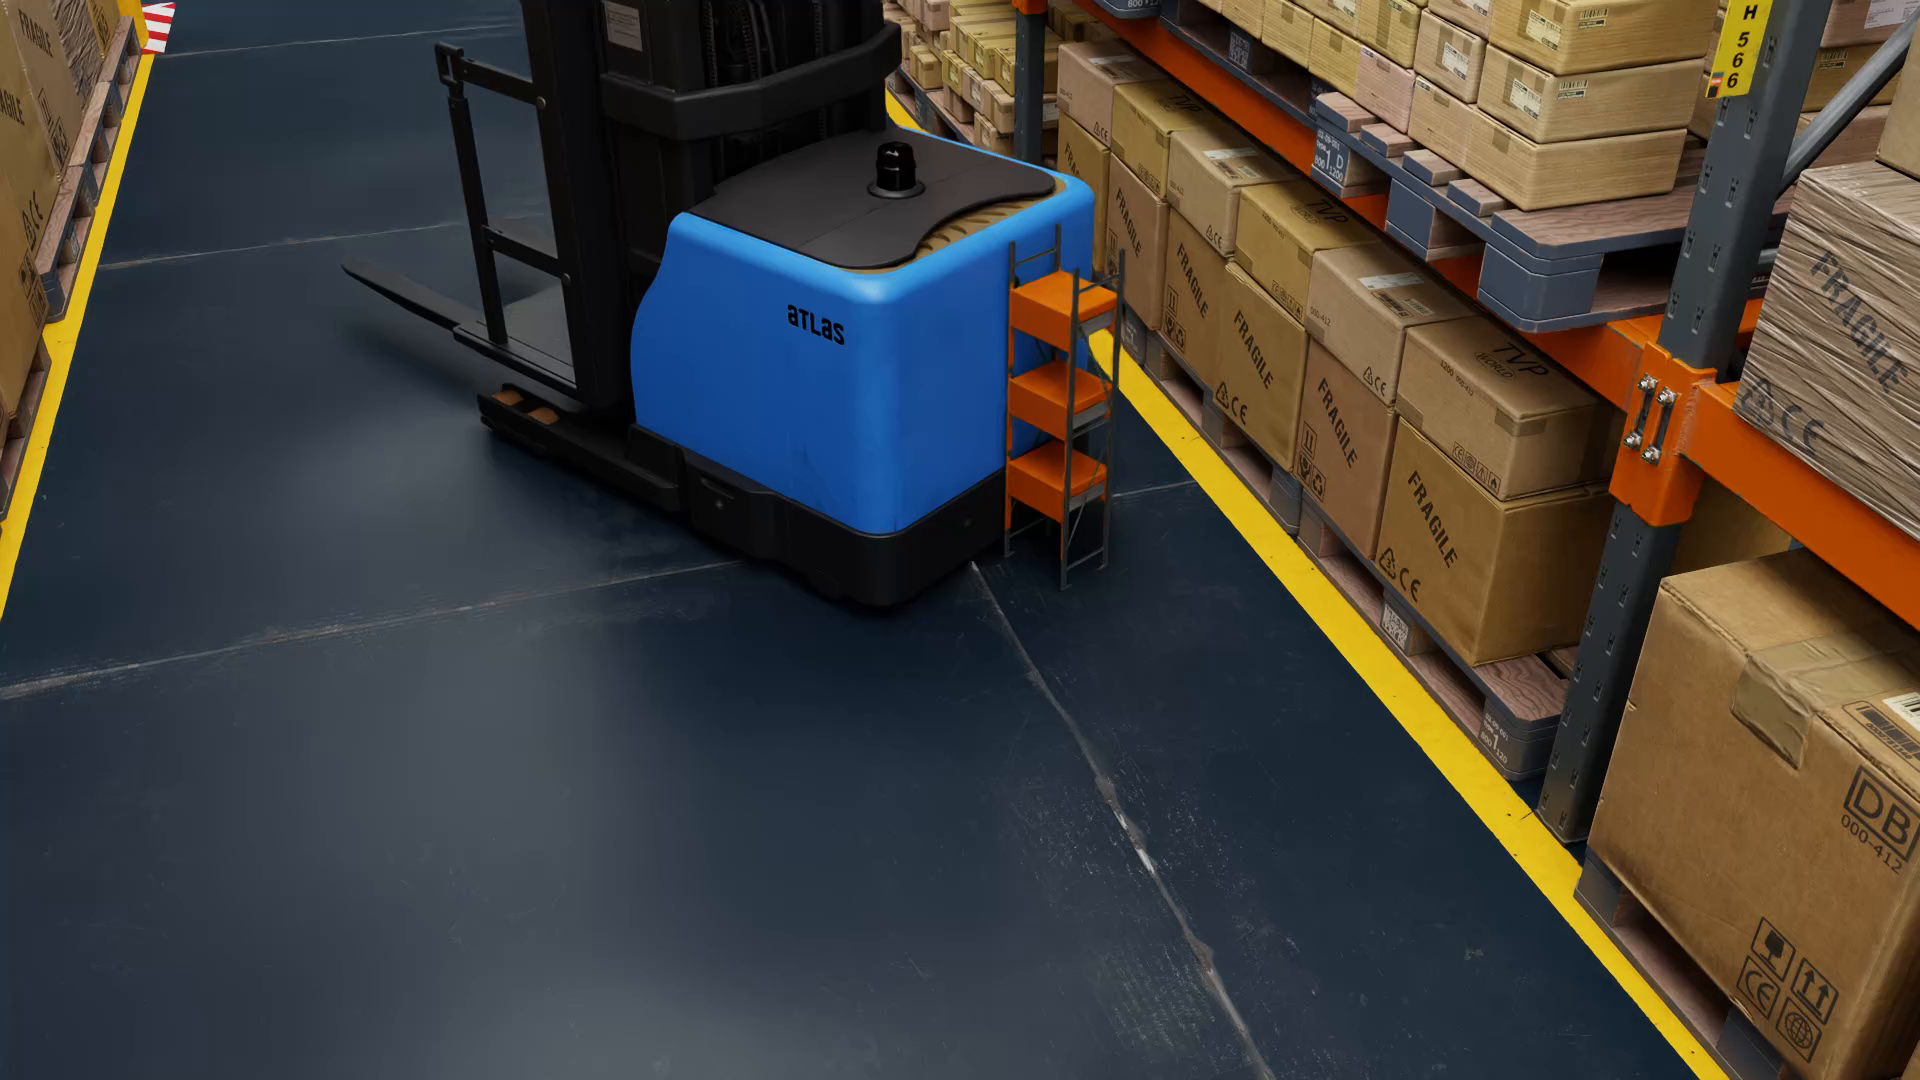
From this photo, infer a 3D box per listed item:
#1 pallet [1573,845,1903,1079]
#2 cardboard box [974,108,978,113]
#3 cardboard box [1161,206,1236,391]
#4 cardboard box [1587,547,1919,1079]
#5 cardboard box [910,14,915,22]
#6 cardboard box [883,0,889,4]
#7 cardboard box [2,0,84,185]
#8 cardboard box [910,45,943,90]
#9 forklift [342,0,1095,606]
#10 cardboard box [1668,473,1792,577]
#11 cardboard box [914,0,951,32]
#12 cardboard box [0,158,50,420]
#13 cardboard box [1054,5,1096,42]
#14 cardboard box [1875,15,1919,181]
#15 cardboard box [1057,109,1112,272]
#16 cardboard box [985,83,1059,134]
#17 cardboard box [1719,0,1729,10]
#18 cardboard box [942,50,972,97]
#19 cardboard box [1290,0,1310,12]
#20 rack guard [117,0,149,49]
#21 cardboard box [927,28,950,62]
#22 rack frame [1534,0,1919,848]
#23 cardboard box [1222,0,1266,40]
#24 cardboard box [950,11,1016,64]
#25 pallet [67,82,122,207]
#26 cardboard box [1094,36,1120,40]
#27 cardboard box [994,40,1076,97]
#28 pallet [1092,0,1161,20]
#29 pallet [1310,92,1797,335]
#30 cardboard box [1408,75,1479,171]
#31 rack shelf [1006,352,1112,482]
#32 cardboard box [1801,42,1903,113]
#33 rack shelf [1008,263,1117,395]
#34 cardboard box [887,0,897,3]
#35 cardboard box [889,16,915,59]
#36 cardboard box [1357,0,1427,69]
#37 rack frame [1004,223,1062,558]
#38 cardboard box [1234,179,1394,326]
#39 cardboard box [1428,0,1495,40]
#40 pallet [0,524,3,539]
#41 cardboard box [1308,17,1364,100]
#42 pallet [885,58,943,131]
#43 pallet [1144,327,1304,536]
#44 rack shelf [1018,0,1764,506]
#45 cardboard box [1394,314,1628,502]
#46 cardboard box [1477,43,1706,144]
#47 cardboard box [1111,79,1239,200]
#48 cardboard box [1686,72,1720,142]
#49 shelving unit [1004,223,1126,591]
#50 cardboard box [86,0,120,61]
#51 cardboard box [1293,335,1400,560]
[{"bbox_3d":[2.114,0.981,3.575,1.003,0.211,1.213,-10,35,-15],"label":"pallet"},{"bbox_3d":[0.281,-1.994,7.752,0.380,0.149,0.250,-9,35,-13],"label":"cardboard box"},{"bbox_3d":[1.033,-0.859,5.716,0.500,0.500,0.500,-9,35,-14],"label":"cardboard box"},{"bbox_3d":[2.045,0.489,3.449,1.050,0.750,0.750,-10,35,-15],"label":"cardboard box"},{"bbox_3d":[-0.050,-2.779,8.670,0.380,0.149,0.250,-8,34,-12],"label":"cardboard box"},{"bbox_3d":[-0.258,-2.943,9.188,0.380,0.149,0.250,-10,35,-15],"label":"cardboard box"},{"bbox_3d":[-4.429,-2.050,7.177,0.875,0.875,0.875,-10,35,-15],"label":"cardboard box"},{"bbox_3d":[-0.035,-2.387,8.347,0.380,0.149,0.250,-10,35,-15],"label":"cardboard box"},{"bbox_3d":[-1.034,-1.706,5.173,3.031,2.935,1.130,25,41,33],"label":"forklift"},{"bbox_3d":[1.972,-0.156,4.652,0.500,0.500,0.500,-11,35,-17],"label":"cardboard box"},{"bbox_3d":[-0.005,-2.620,8.159,0.380,0.149,0.250,-12,35,-17],"label":"cardboard box"},{"bbox_3d":[-3.815,-0.885,5.414,1.225,0.875,0.875,-10,35,-15],"label":"cardboard box"},{"bbox_3d":[0.665,-2.438,7.885,0.380,0.149,0.250,-10,35,-15],"label":"cardboard box"},{"bbox_3d":[2.072,-0.831,2.789,0.700,0.500,0.500,-10,35,-15],"label":"cardboard box"},{"bbox_3d":[0.698,-1.409,6.548,0.500,0.500,0.500,-9,34,-13],"label":"cardboard box"},{"bbox_3d":[0.326,-1.931,7.387,0.380,0.149,0.250,-9,35,-14],"label":"cardboard box"},{"bbox_3d":[1.904,-1.344,3.870,0.380,0.149,0.250,-11,35,-16],"label":"cardboard box"},{"bbox_3d":[0.133,-2.209,7.807,0.380,0.149,0.250,-11,35,-16],"label":"cardboard box"},{"bbox_3d":[1.045,-1.527,4.417,0.380,0.149,0.250,-10,35,-15],"label":"cardboard box"},{"bbox_3d":[-5.257,-2.998,9.334,1.175,0.500,0.348,-10,35,-15],"label":"rack guard"},{"bbox_3d":[0.054,-2.488,8.229,0.380,0.149,0.250,-9,35,-14],"label":"cardboard box"},{"bbox_3d":[1.945,-0.609,3.451,1.000,3.000,0.127,-10,35,-15],"label":"rack frame"},{"bbox_3d":[0.971,-1.536,4.700,0.380,0.149,0.250,-9,35,-13],"label":"cardboard box"},{"bbox_3d":[0.170,-2.344,7.741,0.380,0.149,0.250,-10,35,-15],"label":"cardboard box"},{"bbox_3d":[-4.563,-1.819,7.812,1.003,0.211,1.213,-10,35,-15],"label":"pallet"},{"bbox_3d":[0.817,-2.159,7.462,0.380,0.149,0.250,-9,34,-13],"label":"cardboard box"},{"bbox_3d":[0.368,-2.087,7.352,0.380,0.149,0.250,-9,35,-13],"label":"cardboard box"},{"bbox_3d":[0.819,-2.204,6.038,1.003,0.211,1.213,-10,35,-15],"label":"pallet"},{"bbox_3d":[1.626,-0.886,4.043,1.213,0.211,1.003,-10,35,-15],"label":"pallet"},{"bbox_3d":[1.283,-0.992,3.878,0.380,0.149,0.250,-10,35,-15],"label":"cardboard box"},{"bbox_3d":[0.295,-0.362,4.865,0.215,0.259,0.240,-27,42,-35],"label":"rack shelf"},{"bbox_3d":[1.989,-1.091,3.758,0.380,0.149,0.250,-8,34,-13],"label":"cardboard box"},{"bbox_3d":[0.295,-0.599,4.708,0.215,0.259,0.240,-27,42,-35],"label":"rack shelf"},{"bbox_3d":[-0.245,-3.058,9.092,0.380,0.149,0.250,-12,35,-17],"label":"cardboard box"},{"bbox_3d":[-0.156,-2.657,8.755,0.380,0.149,0.250,-10,35,-15],"label":"cardboard box"},{"bbox_3d":[1.195,-1.264,4.020,0.380,0.149,0.250,-9,35,-14],"label":"cardboard box"},{"bbox_3d":[0.212,-0.420,4.933,0.200,1.050,0.008,-27,42,-35],"label":"rack frame"},{"bbox_3d":[1.182,-0.902,5.101,0.500,0.250,0.500,-9,35,-14],"label":"cardboard box"},{"bbox_3d":[1.285,-1.240,3.714,0.380,0.149,0.250,-10,35,-15],"label":"cardboard box"},{"bbox_3d":[-3.347,0.269,4.651,1.003,0.211,1.213,-10,35,-15],"label":"pallet"},{"bbox_3d":[1.131,-1.259,4.281,0.380,0.149,0.250,-10,35,-15],"label":"cardboard box"},{"bbox_3d":[0.111,-2.534,8.894,1.003,0.211,1.213,-10,35,-15],"label":"pallet"},{"bbox_3d":[1.340,-0.496,5.809,1.003,0.211,1.213,-10,35,-15],"label":"pallet"},{"bbox_3d":[1.335,-1.359,5.239,1.077,0.370,4.000,-10,35,-15],"label":"rack shelf"},{"bbox_3d":[1.487,-0.370,4.295,0.500,0.250,0.500,-11,35,-16],"label":"cardboard box"},{"bbox_3d":[1.361,-0.987,3.600,0.380,0.149,0.250,-9,35,-14],"label":"cardboard box"},{"bbox_3d":[0.864,-1.443,5.919,0.500,0.250,0.500,-9,35,-13],"label":"cardboard box"},{"bbox_3d":[1.919,-1.090,4.025,0.380,0.149,0.250,-8,34,-12],"label":"cardboard box"},{"bbox_3d":[0.295,-0.371,4.859,0.215,1.050,0.252,-27,42,-35],"label":"shelving unit"},{"bbox_3d":[-4.978,-2.995,8.608,0.875,0.875,0.875,-10,35,-15],"label":"cardboard box"},{"bbox_3d":[1.341,-0.316,4.895,0.500,0.500,0.500,-9,34,-13],"label":"cardboard box"}]
